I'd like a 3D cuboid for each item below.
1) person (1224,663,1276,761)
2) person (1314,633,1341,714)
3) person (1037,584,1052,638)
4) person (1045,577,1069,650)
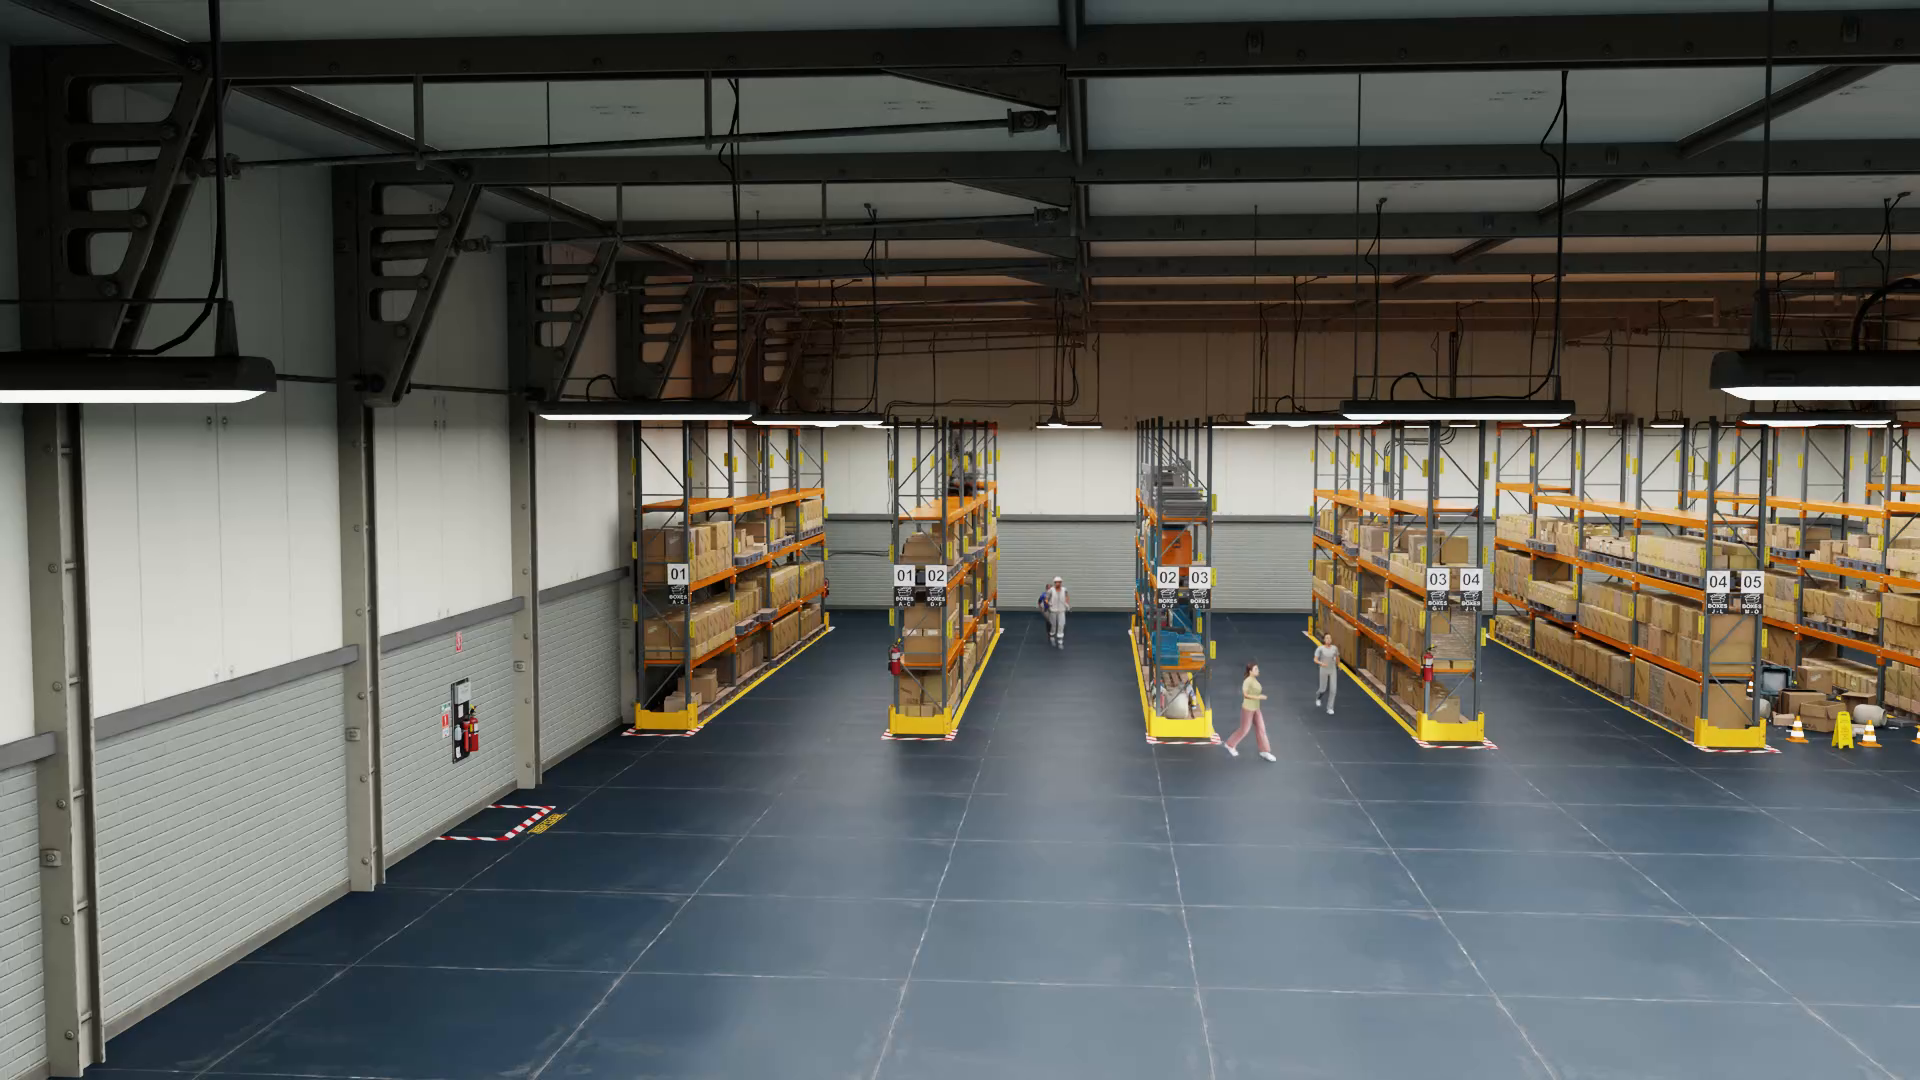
[{"bbox_3d":[5.057,2.971,28.973,0.926,1.687,0.589,2,4,33],"label":"person"},{"bbox_3d":[7.481,2.695,33.844,0.574,1.632,0.788,0,4,-5],"label":"person"},{"bbox_3d":[2.394,1.950,44.872,0.578,1.533,0.732,0,4,-6],"label":"person"},{"bbox_3d":[2.446,1.813,41.775,0.636,1.804,0.884,0,4,-7],"label":"person"}]
